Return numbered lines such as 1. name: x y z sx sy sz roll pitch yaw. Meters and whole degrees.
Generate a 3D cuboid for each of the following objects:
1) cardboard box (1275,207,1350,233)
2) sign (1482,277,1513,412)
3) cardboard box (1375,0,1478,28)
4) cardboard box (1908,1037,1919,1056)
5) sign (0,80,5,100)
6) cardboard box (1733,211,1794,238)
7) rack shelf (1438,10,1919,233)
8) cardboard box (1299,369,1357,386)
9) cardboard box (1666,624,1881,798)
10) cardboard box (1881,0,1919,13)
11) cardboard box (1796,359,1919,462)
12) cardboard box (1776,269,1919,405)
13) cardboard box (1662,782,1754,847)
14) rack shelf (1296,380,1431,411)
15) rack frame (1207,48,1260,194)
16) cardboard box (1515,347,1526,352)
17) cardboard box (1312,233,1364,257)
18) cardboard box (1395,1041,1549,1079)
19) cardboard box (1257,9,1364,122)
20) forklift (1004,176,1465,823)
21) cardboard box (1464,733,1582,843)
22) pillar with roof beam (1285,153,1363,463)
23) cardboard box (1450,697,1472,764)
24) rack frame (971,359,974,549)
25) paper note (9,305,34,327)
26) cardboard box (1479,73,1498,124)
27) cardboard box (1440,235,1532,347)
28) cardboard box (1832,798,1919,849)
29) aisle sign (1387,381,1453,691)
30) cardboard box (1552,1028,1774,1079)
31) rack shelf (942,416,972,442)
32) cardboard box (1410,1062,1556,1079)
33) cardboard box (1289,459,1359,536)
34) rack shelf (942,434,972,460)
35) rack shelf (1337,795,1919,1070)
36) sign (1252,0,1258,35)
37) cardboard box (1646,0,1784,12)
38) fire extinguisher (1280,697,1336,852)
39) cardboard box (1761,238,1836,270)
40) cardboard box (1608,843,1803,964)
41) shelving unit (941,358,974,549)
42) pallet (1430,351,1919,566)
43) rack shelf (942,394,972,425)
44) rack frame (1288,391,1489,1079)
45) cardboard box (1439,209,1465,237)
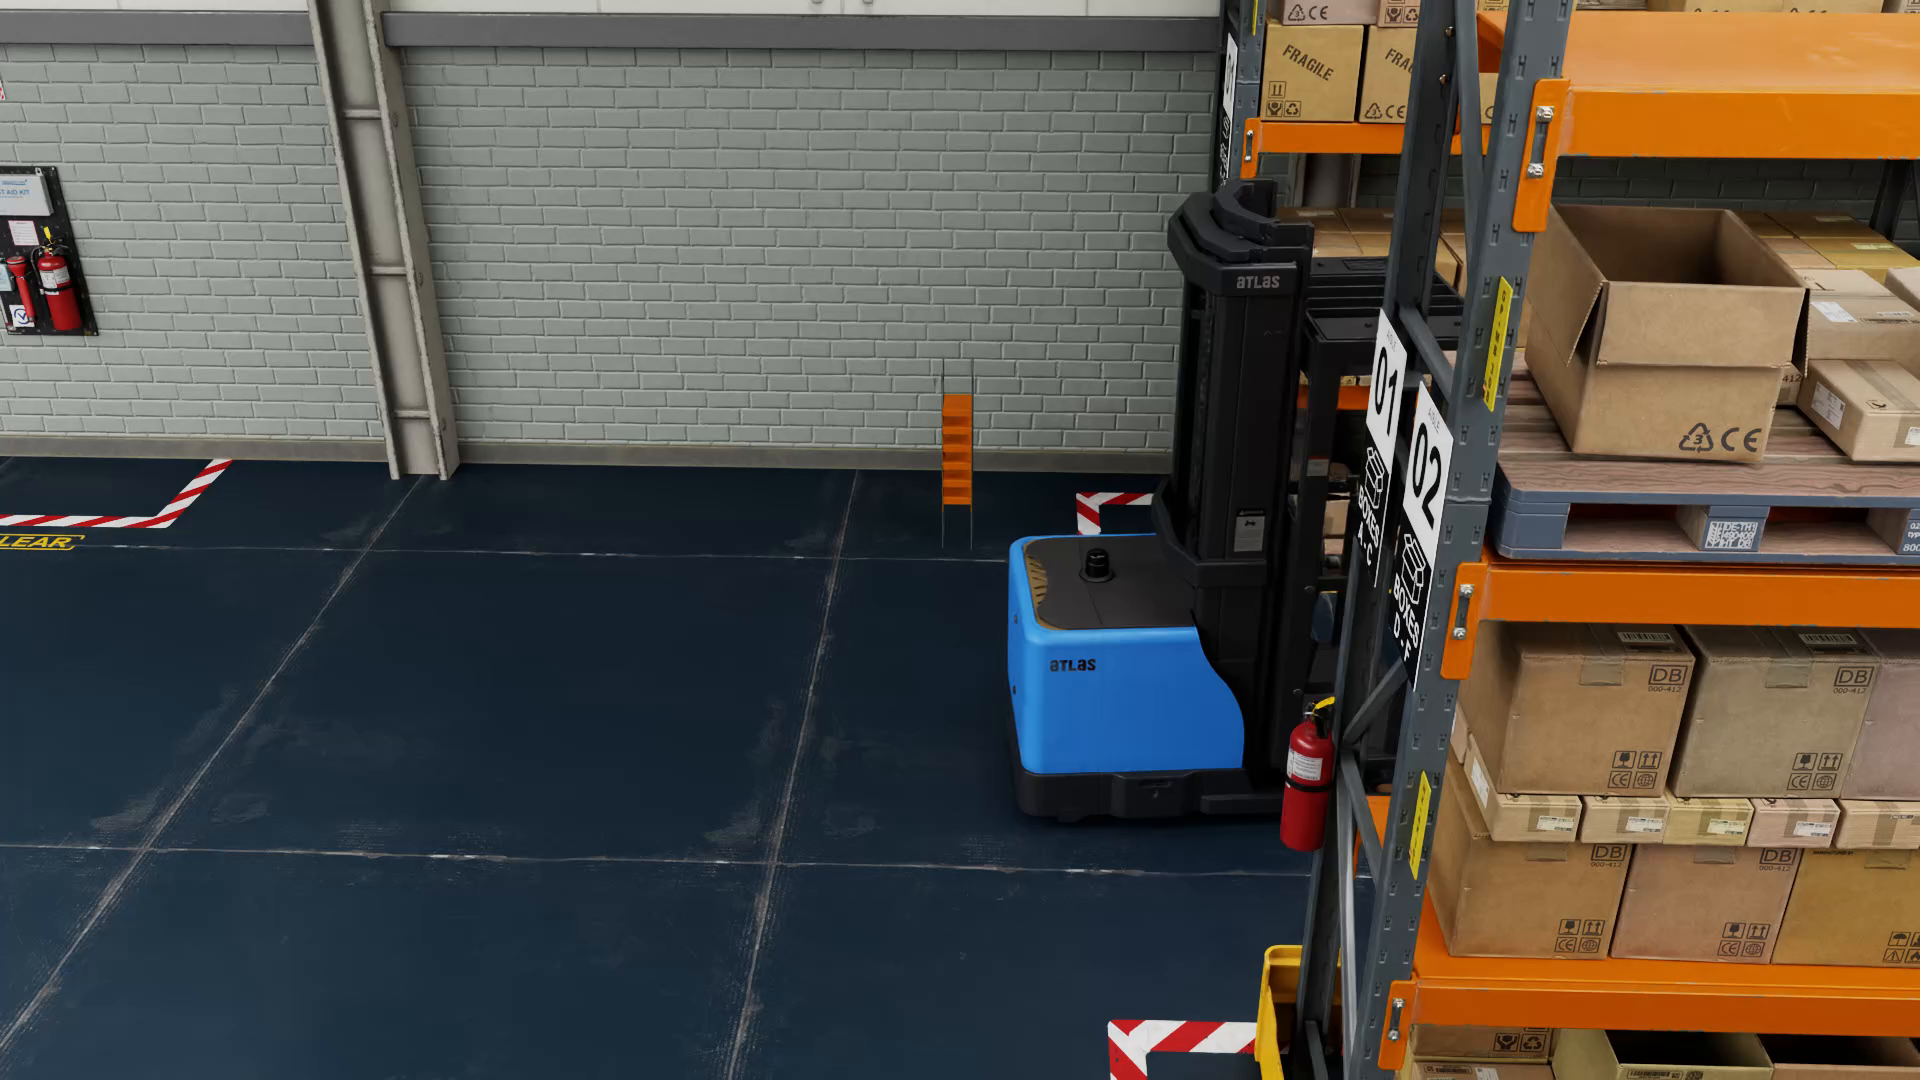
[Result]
1. cardboard box: 2.024 -1.688 9.995 0.500 0.500 0.500 1 28 1
2. sign: 1.349 -0.490 4.177 0.005 0.325 0.100 1 28 2
3. cardboard box: 2.421 -2.990 8.715 0.500 0.500 0.500 1 28 1
4. cardboard box: 3.401 1.834 5.701 0.500 0.500 0.500 1 28 2
5. sign: -6.194 -2.944 10.552 0.199 0.298 0.001 1 28 2
6. cardboard box: 4.564 -1.646 9.916 0.500 0.500 0.500 1 28 2
7. rack shelf: 3.373 -1.126 4.388 4.000 0.370 1.077 1 28 2
8. cardboard box: 2.022 -1.108 9.702 0.500 0.250 0.500 0 28 0
9. cardboard box: 2.419 0.400 5.226 0.500 0.500 0.700 0 28 0
10. cardboard box: 5.032 -2.957 8.654 0.500 0.500 0.500 -1 28 -3
11. cardboard box: 2.544 -0.363 4.626 0.250 0.149 0.380 1 28 2
12. cardboard box: 2.534 -0.614 4.991 0.500 0.250 0.500 1 28 2
13. cardboard box: 2.272 0.781 5.200 0.250 0.149 0.380 1 28 2
14. rack shelf: 3.544 -0.971 10.073 4.000 0.370 1.077 1 28 2
15. rack frame: 1.545 -1.322 9.967 0.127 3.000 1.000 1 28 2
16. cardboard box: 3.050 -1.095 9.677 0.500 0.250 0.500 1 28 1
17. cardboard box: 2.012 -1.448 9.542 0.500 0.500 0.500 1 28 2
18. cardboard box: 1.921 1.896 6.383 0.500 0.250 0.500 1 28 2
19. cardboard box: 1.871 -2.578 9.005 0.500 0.500 0.500 2 28 3
20. forklift: 1.773 -0.180 7.886 3.031 2.935 1.130 -2 28 -3
21. cardboard box: 1.759 0.773 5.215 0.250 0.149 0.380 1 28 1
22. pillar with roof beam: 2.123 -2.351 5.503 0.400 9.000 9.100 1 28 2
23. cardboard box: 1.763 0.583 5.574 0.250 0.149 0.380 0 28 1
24. rack frame: 0.077 -0.529 10.392 0.006 1.200 0.240 1 28 2
25. paper note: -6.364 -1.519 11.280 0.142 0.148 0.016 1 28 2
26. cardboard box: 2.925 -2.546 8.944 0.500 0.500 0.500 2 28 4
27. cardboard box: 3.021 -1.423 9.496 0.500 0.500 0.500 0 28 0
28. cardboard box: 2.790 0.789 5.184 0.250 0.149 0.380 0 28 0
29. aisle sign: 1.298 -0.010 4.716 0.004 0.787 0.394 1 28 2
30. cardboard box: 2.402 1.815 5.736 0.500 0.500 0.500 1 28 2
31. rack shelf: -0.014 -0.703 10.303 0.180 0.103 0.258 1 28 2
32. cardboard box: 1.902 2.139 5.925 0.500 0.250 0.500 1 28 2
33. cardboard box: 2.234 -0.275 10.393 0.500 0.311 0.500 -2 28 -4
34. rack shelf: -0.014 -0.597 10.359 0.180 0.103 0.258 1 28 2
35. rack shelf: 3.373 1.347 5.699 4.000 0.370 1.077 1 28 2
36. sign: 1.526 -2.780 8.581 0.005 0.325 0.100 1 28 2
37. cardboard box: 3.962 -2.965 8.668 0.500 0.500 0.500 0 28 0
38. fire extinguisher: 1.272 0.811 6.025 0.183 0.674 0.296 1 28 2
39. cardboard box: 4.560 -1.399 9.449 0.500 0.500 0.500 1 28 2
40. cardboard box: 2.365 0.973 5.531 0.500 0.500 0.700 2 28 3
41. shelving unit: -0.014 -0.530 10.395 0.189 1.200 0.258 1 28 2
42. pallet: 2.080 -0.266 4.866 1.213 0.211 1.003 1 28 2
43. rack shelf: -0.014 -0.809 10.247 0.180 0.103 0.258 1 28 2
44. rack frame: 1.374 0.997 5.593 0.127 3.000 1.000 1 28 2
45. cardboard box: 3.043 -1.668 9.958 0.500 0.500 0.500 0 28 0
